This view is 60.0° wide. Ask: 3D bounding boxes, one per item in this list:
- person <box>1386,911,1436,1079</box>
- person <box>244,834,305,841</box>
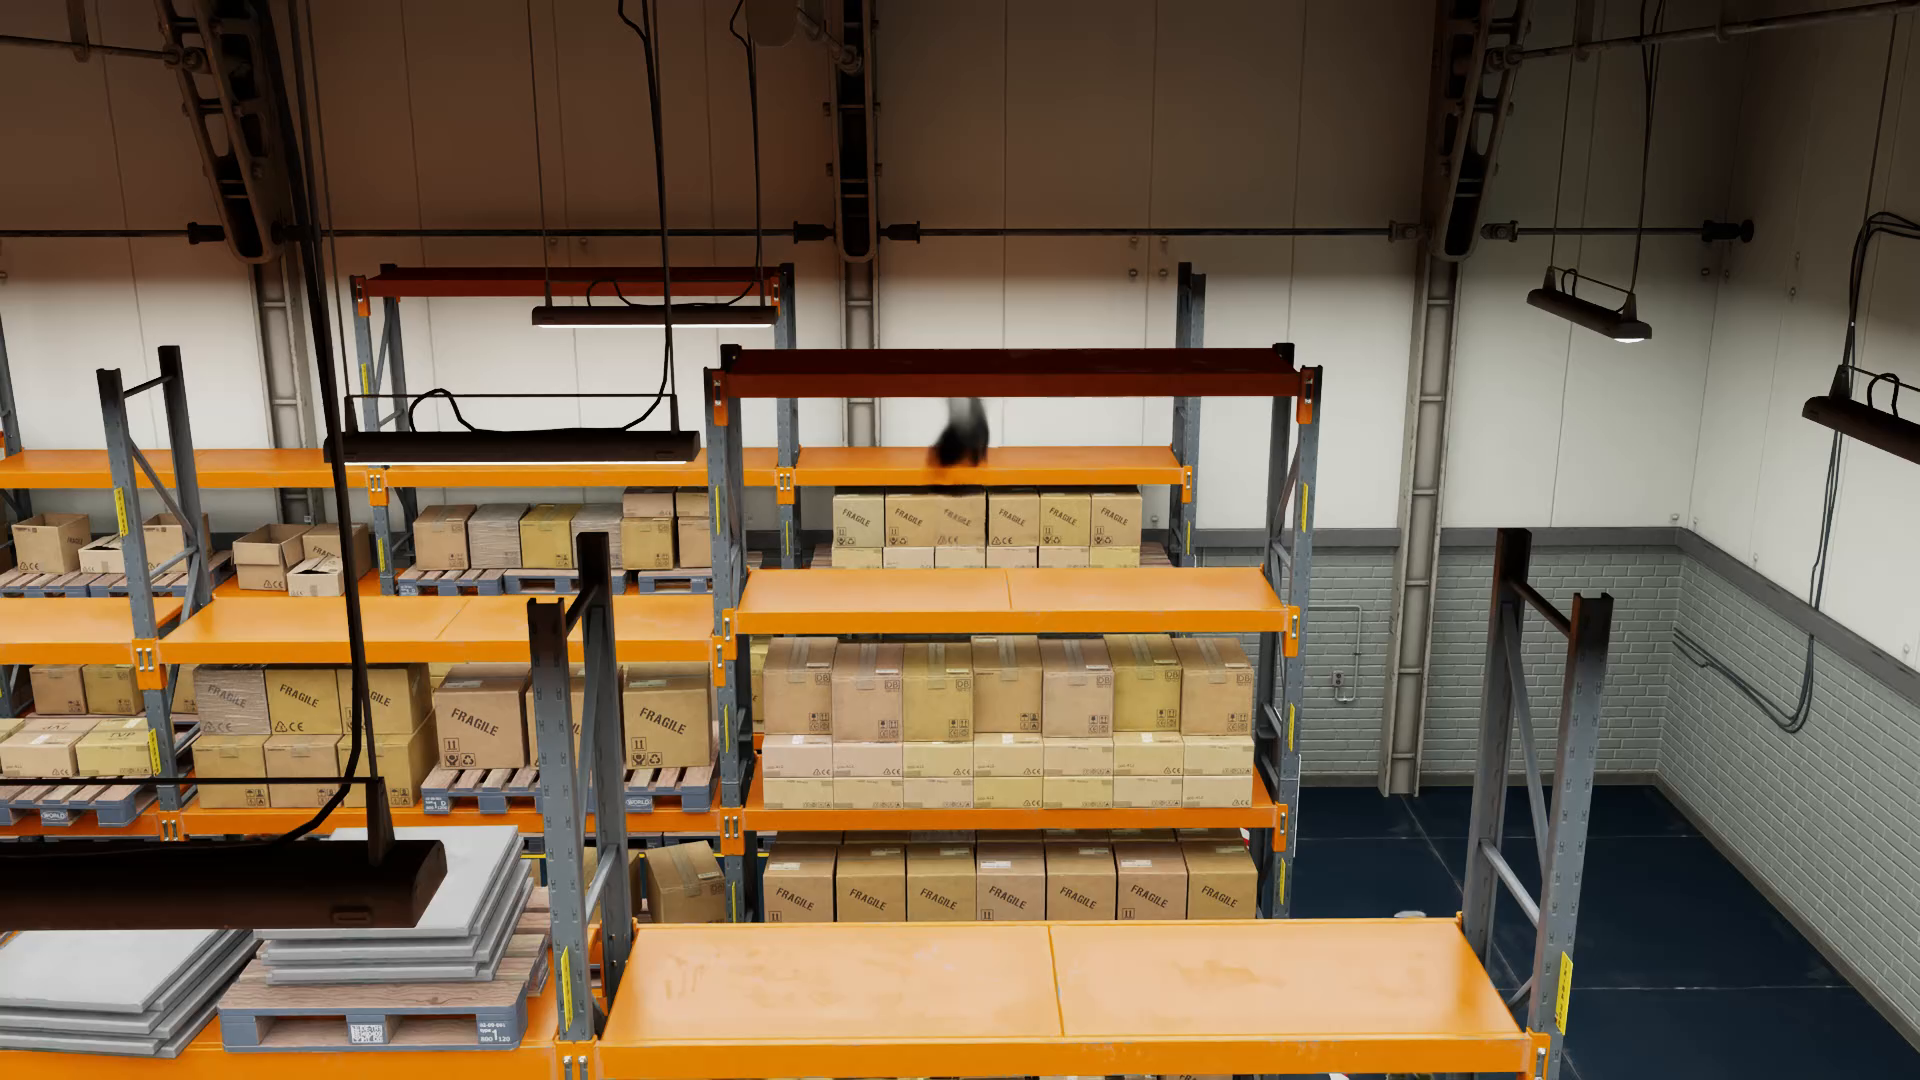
[{"bbox_3d":[3.530,3.659,12.994,0.741,1.737,0.577,-5,17,-17],"label":"person"},{"bbox_3d":[-6.499,2.854,15.736,0.805,1.669,0.661,-1,16,-2],"label":"person"}]
